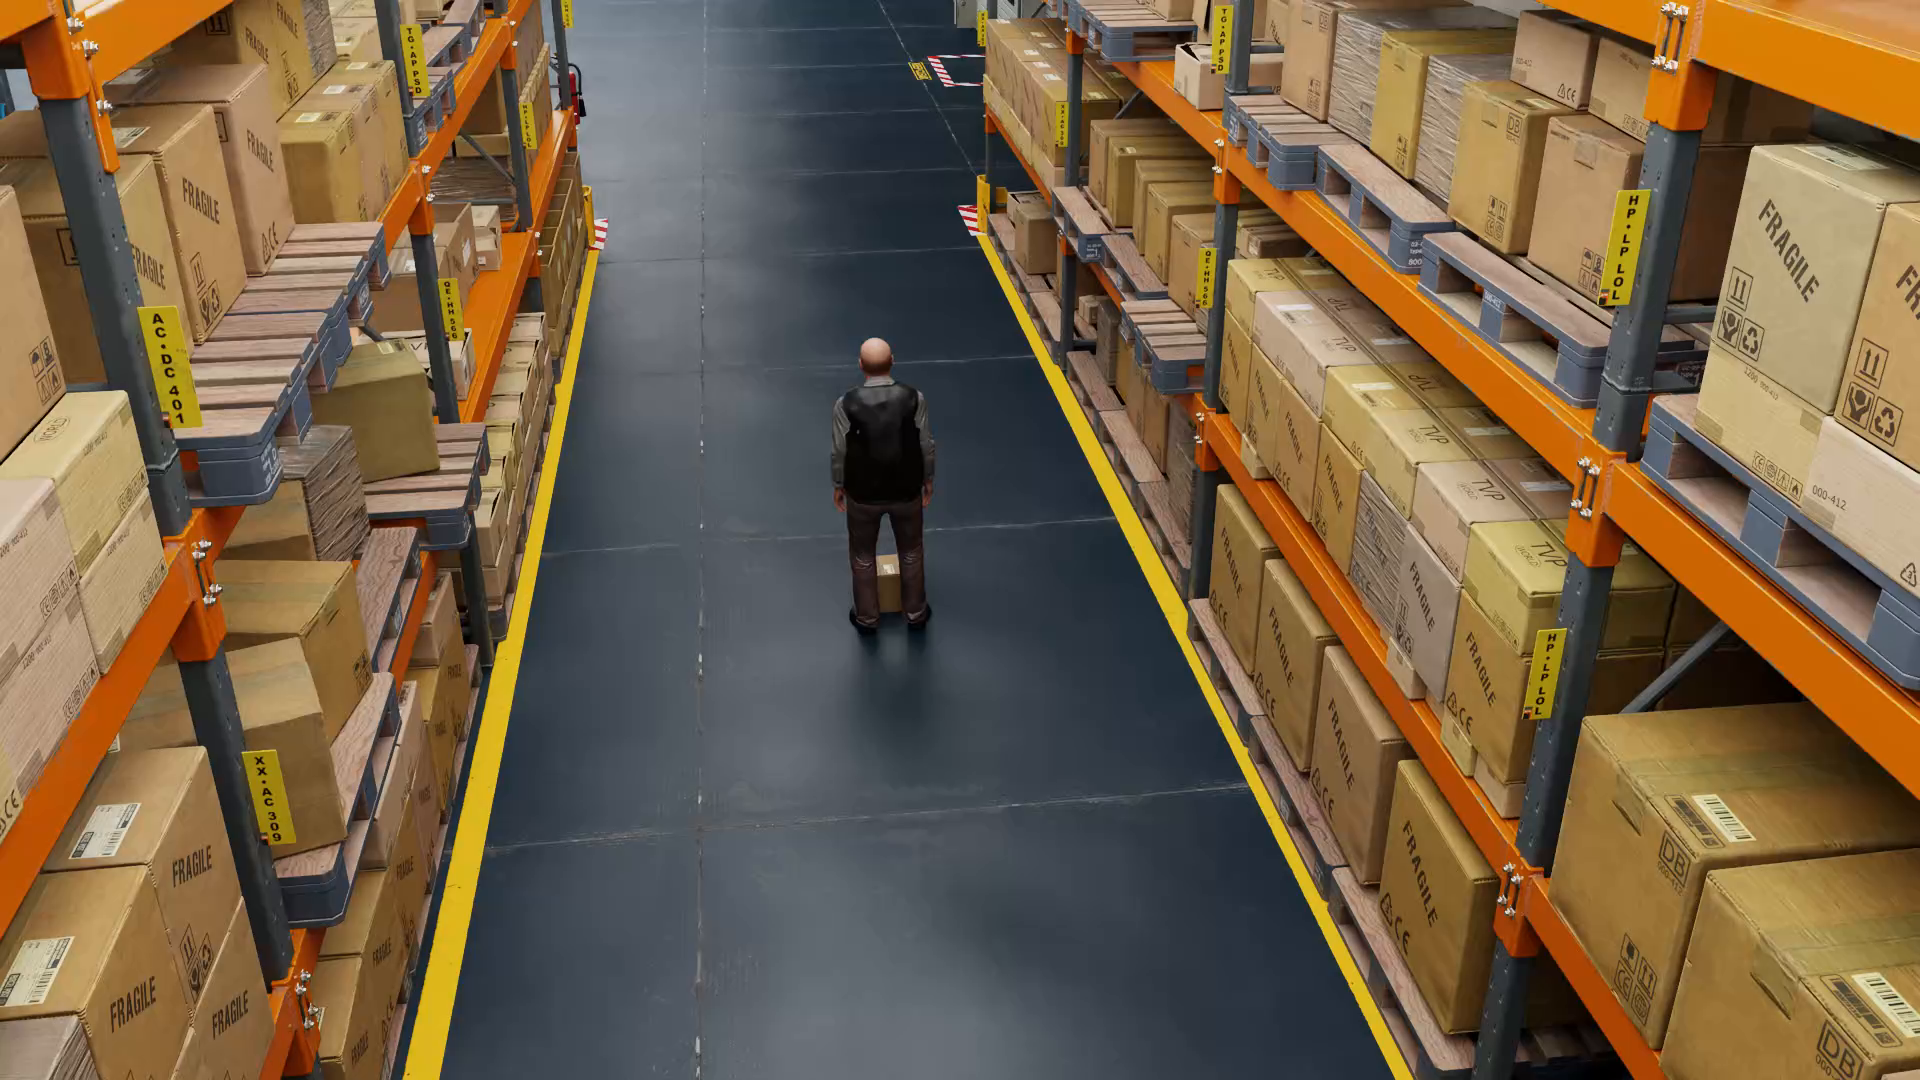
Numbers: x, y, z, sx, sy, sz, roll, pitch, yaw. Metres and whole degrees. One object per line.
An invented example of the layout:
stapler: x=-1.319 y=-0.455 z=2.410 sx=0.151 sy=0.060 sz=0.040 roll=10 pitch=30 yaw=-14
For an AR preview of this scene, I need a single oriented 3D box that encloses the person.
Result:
person: x=-0.421 y=-0.223 z=9.196 sx=0.578 sy=1.617 sz=0.419 roll=-4 pitch=27 yaw=-8
